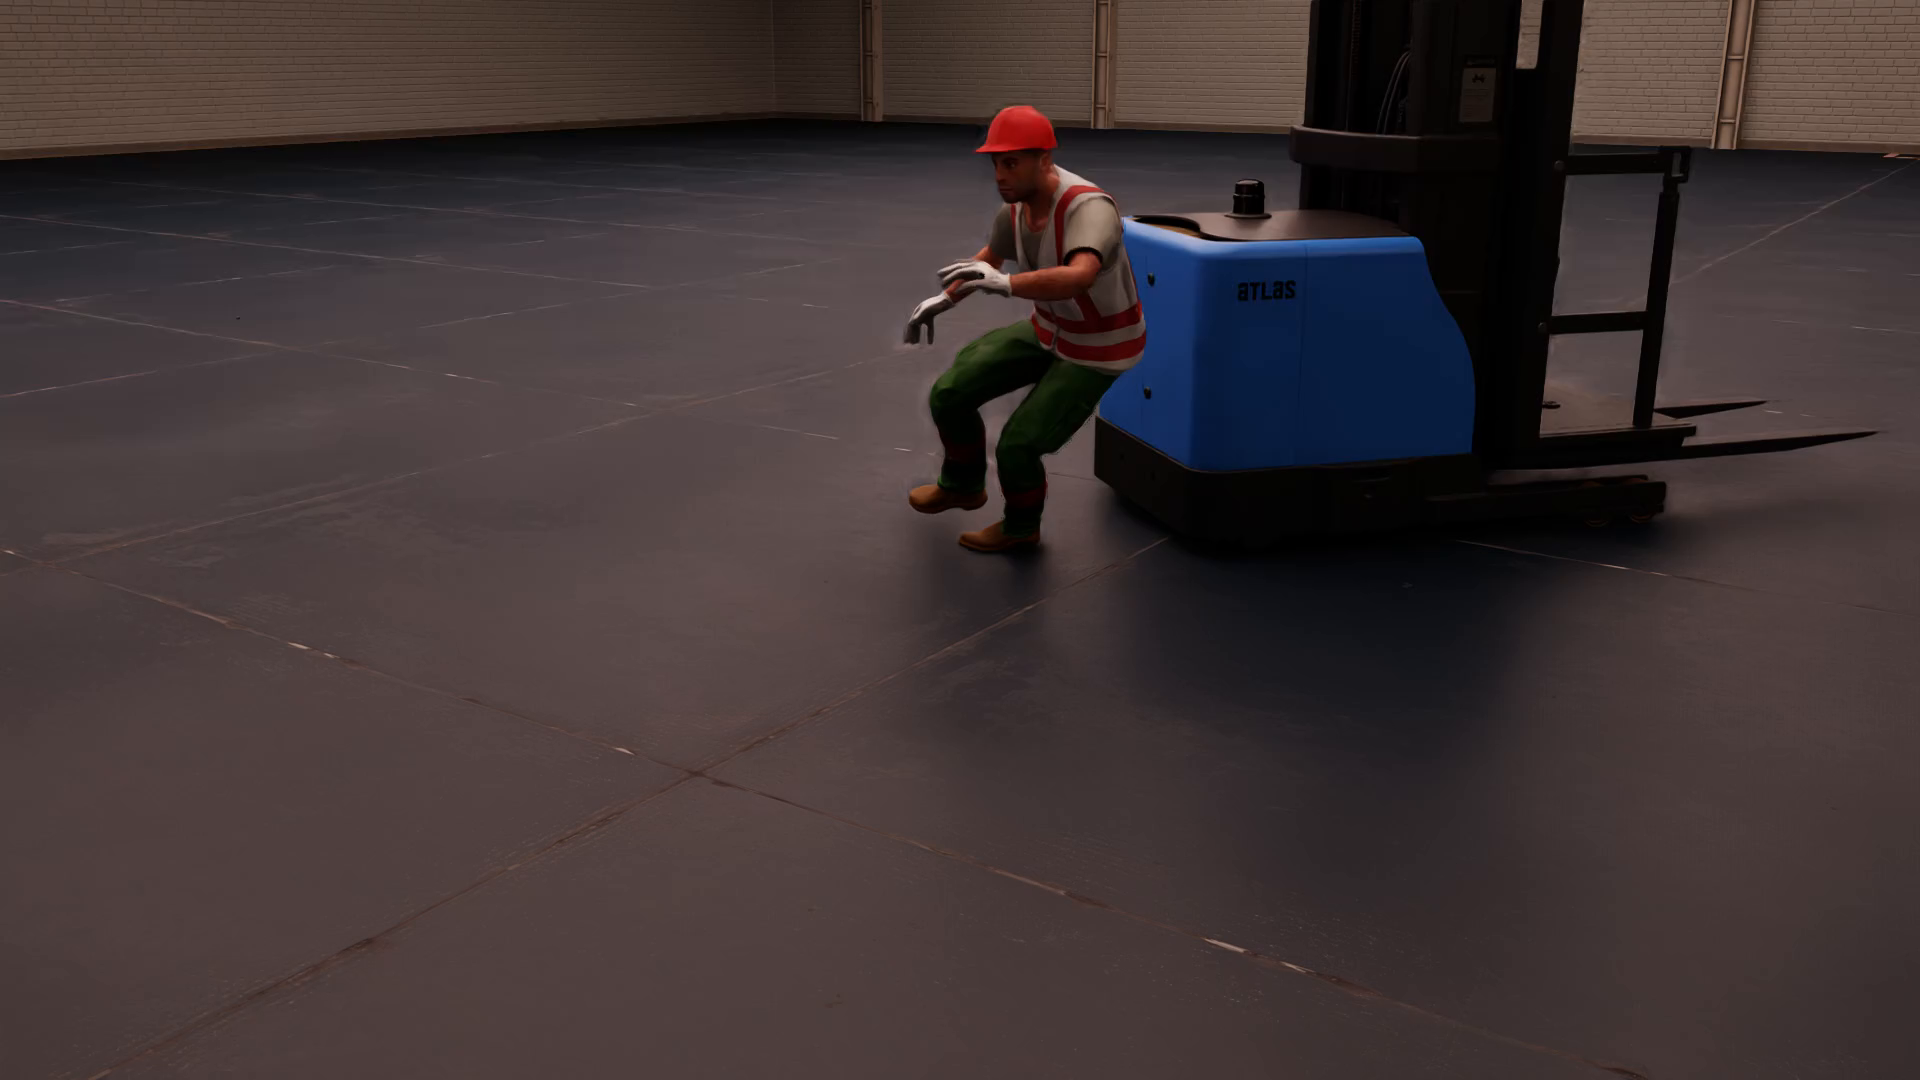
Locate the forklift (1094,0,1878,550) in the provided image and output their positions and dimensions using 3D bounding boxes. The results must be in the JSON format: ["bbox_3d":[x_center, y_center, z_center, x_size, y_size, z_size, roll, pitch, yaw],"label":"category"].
[{"bbox_3d":[2.105,-1.592,6.155,3.031,2.935,1.130,-5,17,-16],"label":"forklift"}]

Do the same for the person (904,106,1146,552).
[{"bbox_3d":[0.113,-0.622,5.386,0.919,1.528,1.067,-14,22,-40],"label":"person"}]
